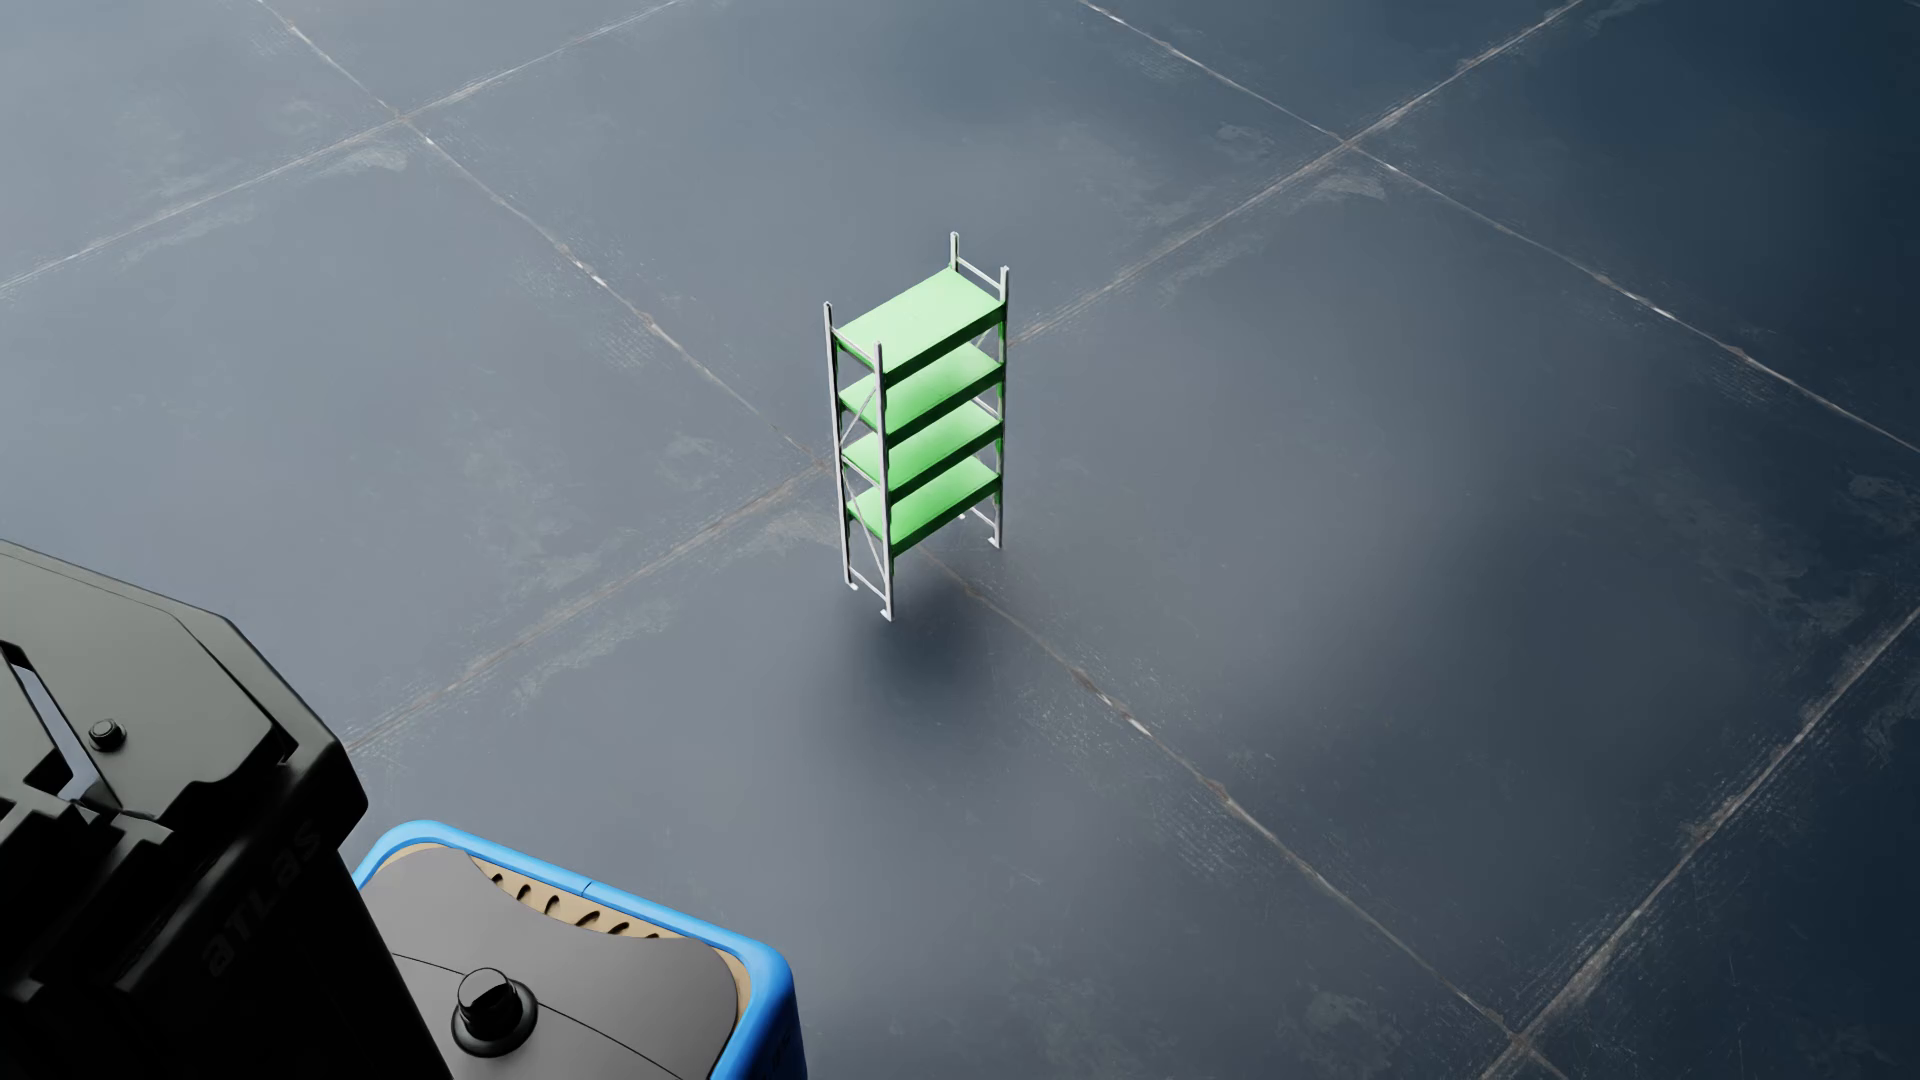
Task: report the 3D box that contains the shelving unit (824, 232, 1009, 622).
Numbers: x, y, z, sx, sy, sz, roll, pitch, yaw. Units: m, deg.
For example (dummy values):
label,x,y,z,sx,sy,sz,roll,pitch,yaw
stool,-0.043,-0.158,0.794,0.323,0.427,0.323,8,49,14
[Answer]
label,x,y,z,sx,sy,sz,roll,pitch,yaw
shelving unit,-0.122,-0.325,5.234,0.503,1.200,0.258,-34,56,-27

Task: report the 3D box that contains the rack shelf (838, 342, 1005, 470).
label,x,y,z,sx,sy,sz,roll,pitch,yaw
rack shelf,-0.122,-0.444,5.104,0.480,0.148,0.258,-34,56,-27

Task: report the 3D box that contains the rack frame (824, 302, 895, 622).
label,x,y,z,sx,sy,sz,roll,pitch,yaw
rack frame,-0.303,-0.204,5.122,0.015,1.200,0.240,-34,56,-27

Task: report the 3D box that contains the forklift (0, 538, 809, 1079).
label,x,y,z,sx,sy,sz,roll,pitch,yaw
forklift,-1.355,1.482,2.389,1.130,2.935,3.031,16,49,15

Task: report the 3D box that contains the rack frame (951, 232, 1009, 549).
label,x,y,z,sx,sy,sz,roll,pitch,yaw
rack frame,0.058,-0.446,5.345,0.015,1.200,0.240,-34,56,-27

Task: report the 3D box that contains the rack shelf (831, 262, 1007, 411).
label,x,y,z,sx,sy,sz,roll,pitch,yaw
rack shelf,-0.122,-0.607,4.928,0.480,0.148,0.258,-34,56,-27

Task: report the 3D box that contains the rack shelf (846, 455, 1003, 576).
label,x,y,z,sx,sy,sz,roll,pitch,yaw
rack shelf,-0.122,-0.119,5.457,0.480,0.148,0.258,-34,56,-27

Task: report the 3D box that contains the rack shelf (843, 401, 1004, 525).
label,x,y,z,sx,sy,sz,roll,pitch,yaw
rack shelf,-0.122,-0.282,5.280,0.480,0.148,0.258,-34,56,-27
